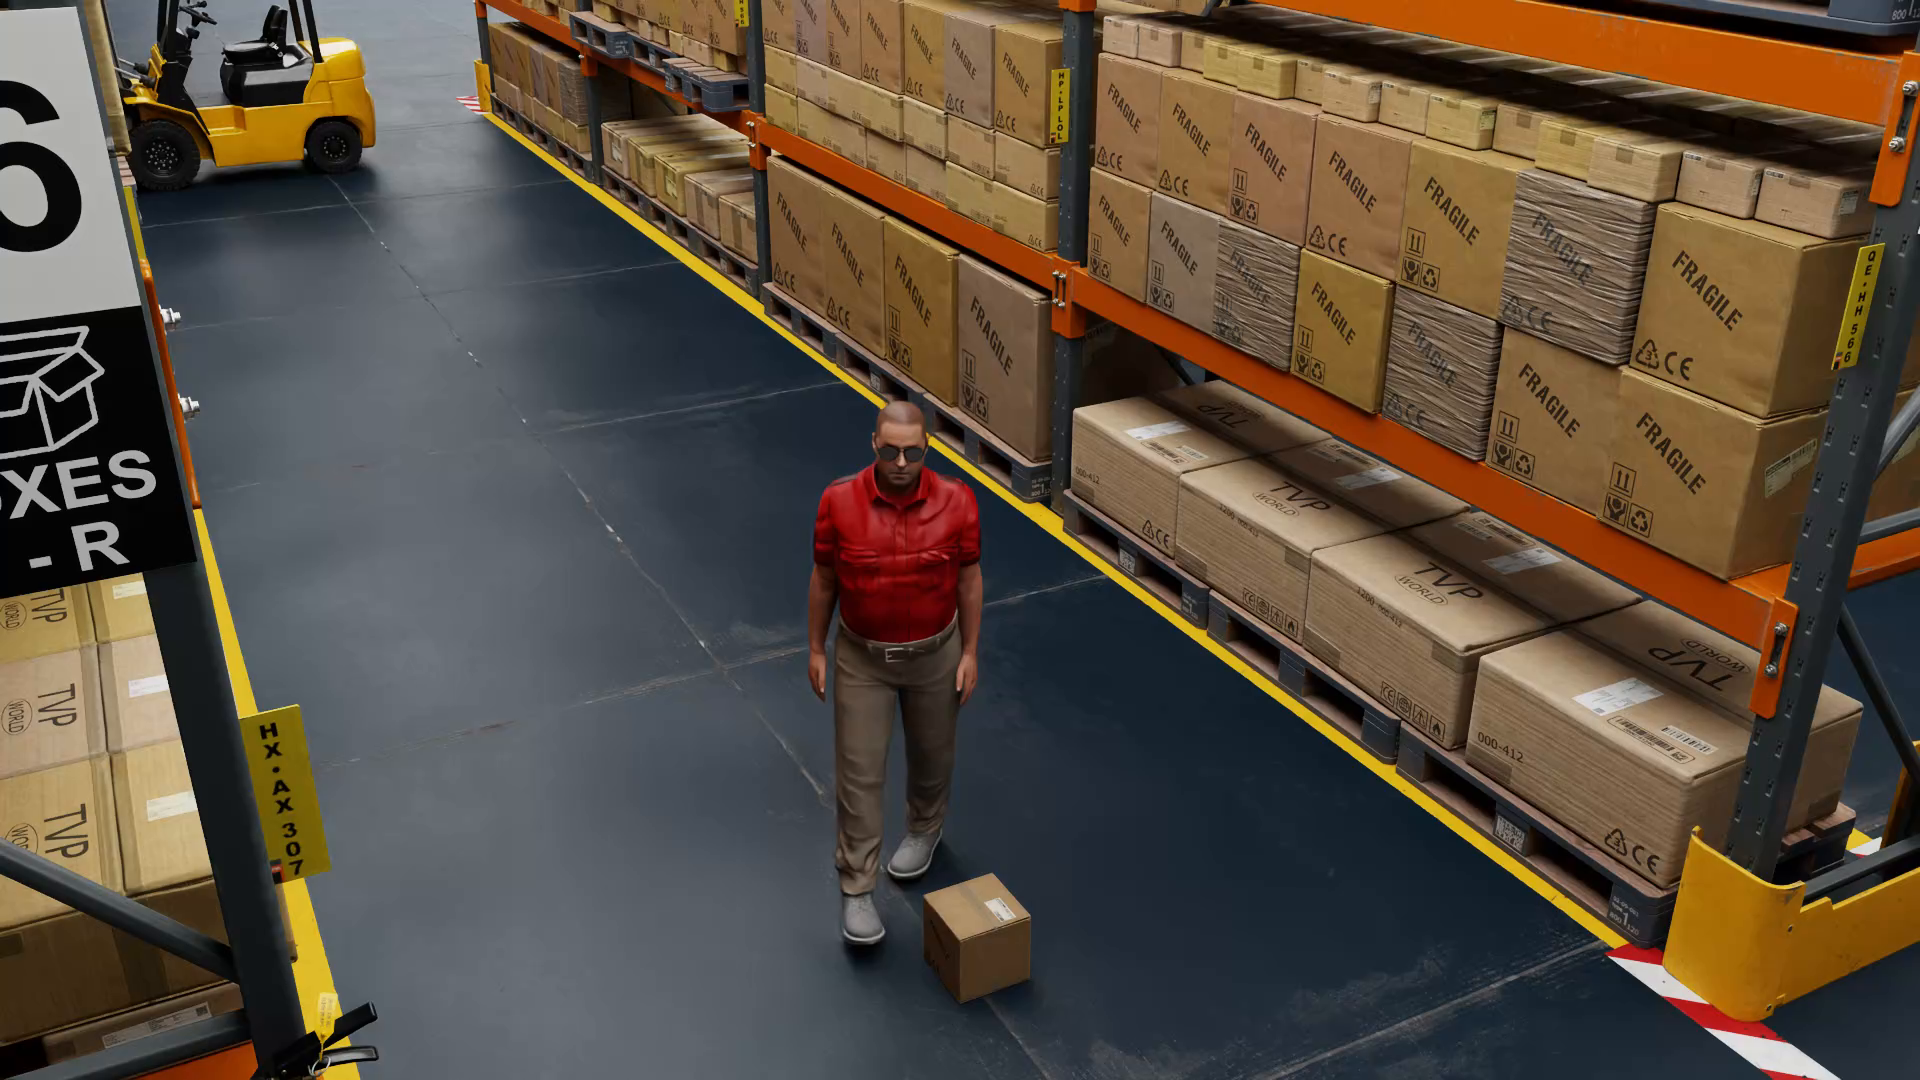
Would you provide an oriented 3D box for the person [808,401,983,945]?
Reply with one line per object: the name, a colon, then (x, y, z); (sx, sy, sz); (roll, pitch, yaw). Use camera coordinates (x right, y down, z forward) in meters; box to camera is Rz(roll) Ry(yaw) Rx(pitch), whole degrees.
person: (-0.197, 0.416, 5.238); (0.566, 1.714, 0.700); (-2, 25, -5)
